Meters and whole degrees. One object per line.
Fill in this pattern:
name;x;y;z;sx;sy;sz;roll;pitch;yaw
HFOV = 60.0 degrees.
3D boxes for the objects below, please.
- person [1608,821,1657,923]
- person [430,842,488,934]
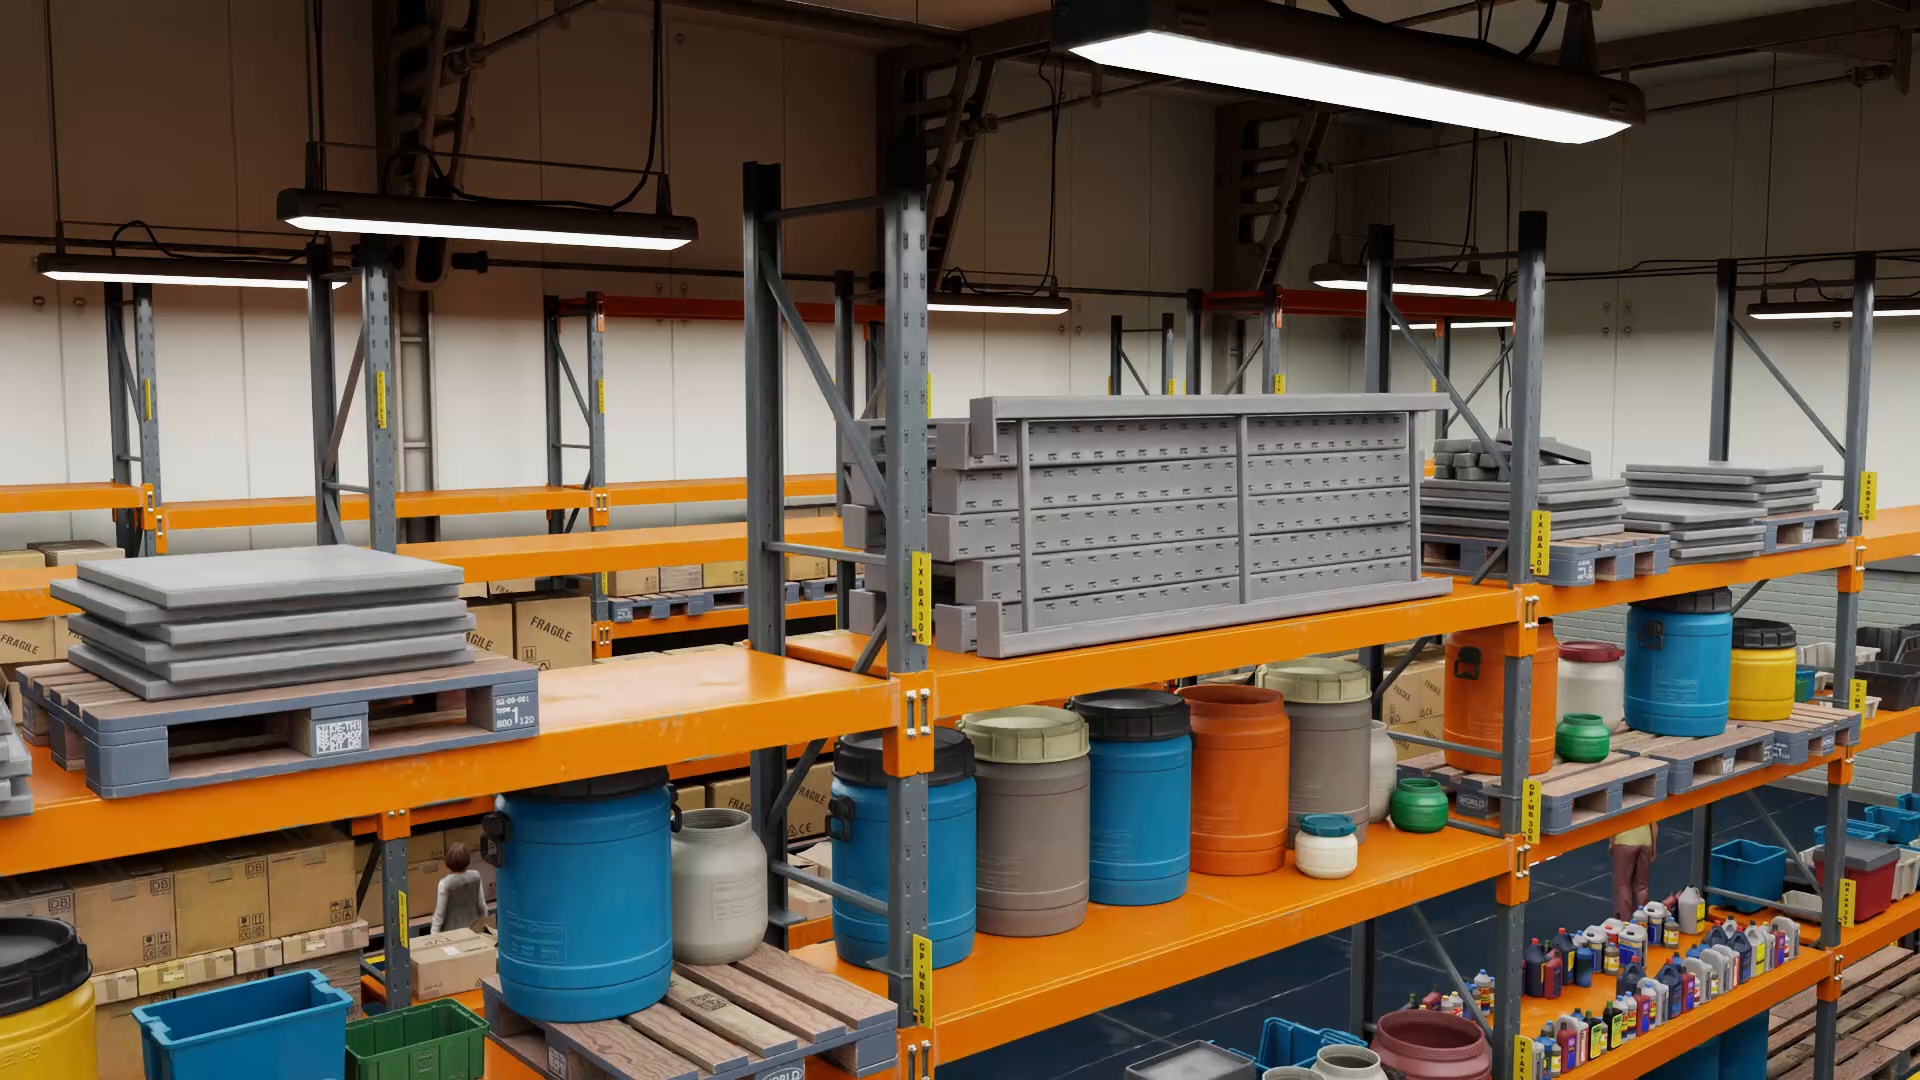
person;6.215;2.860;15.413;0.455;1.649;0.358;-2;6;-16
person;-3.877;3.142;12.887;0.349;1.609;0.467;4;7;37
